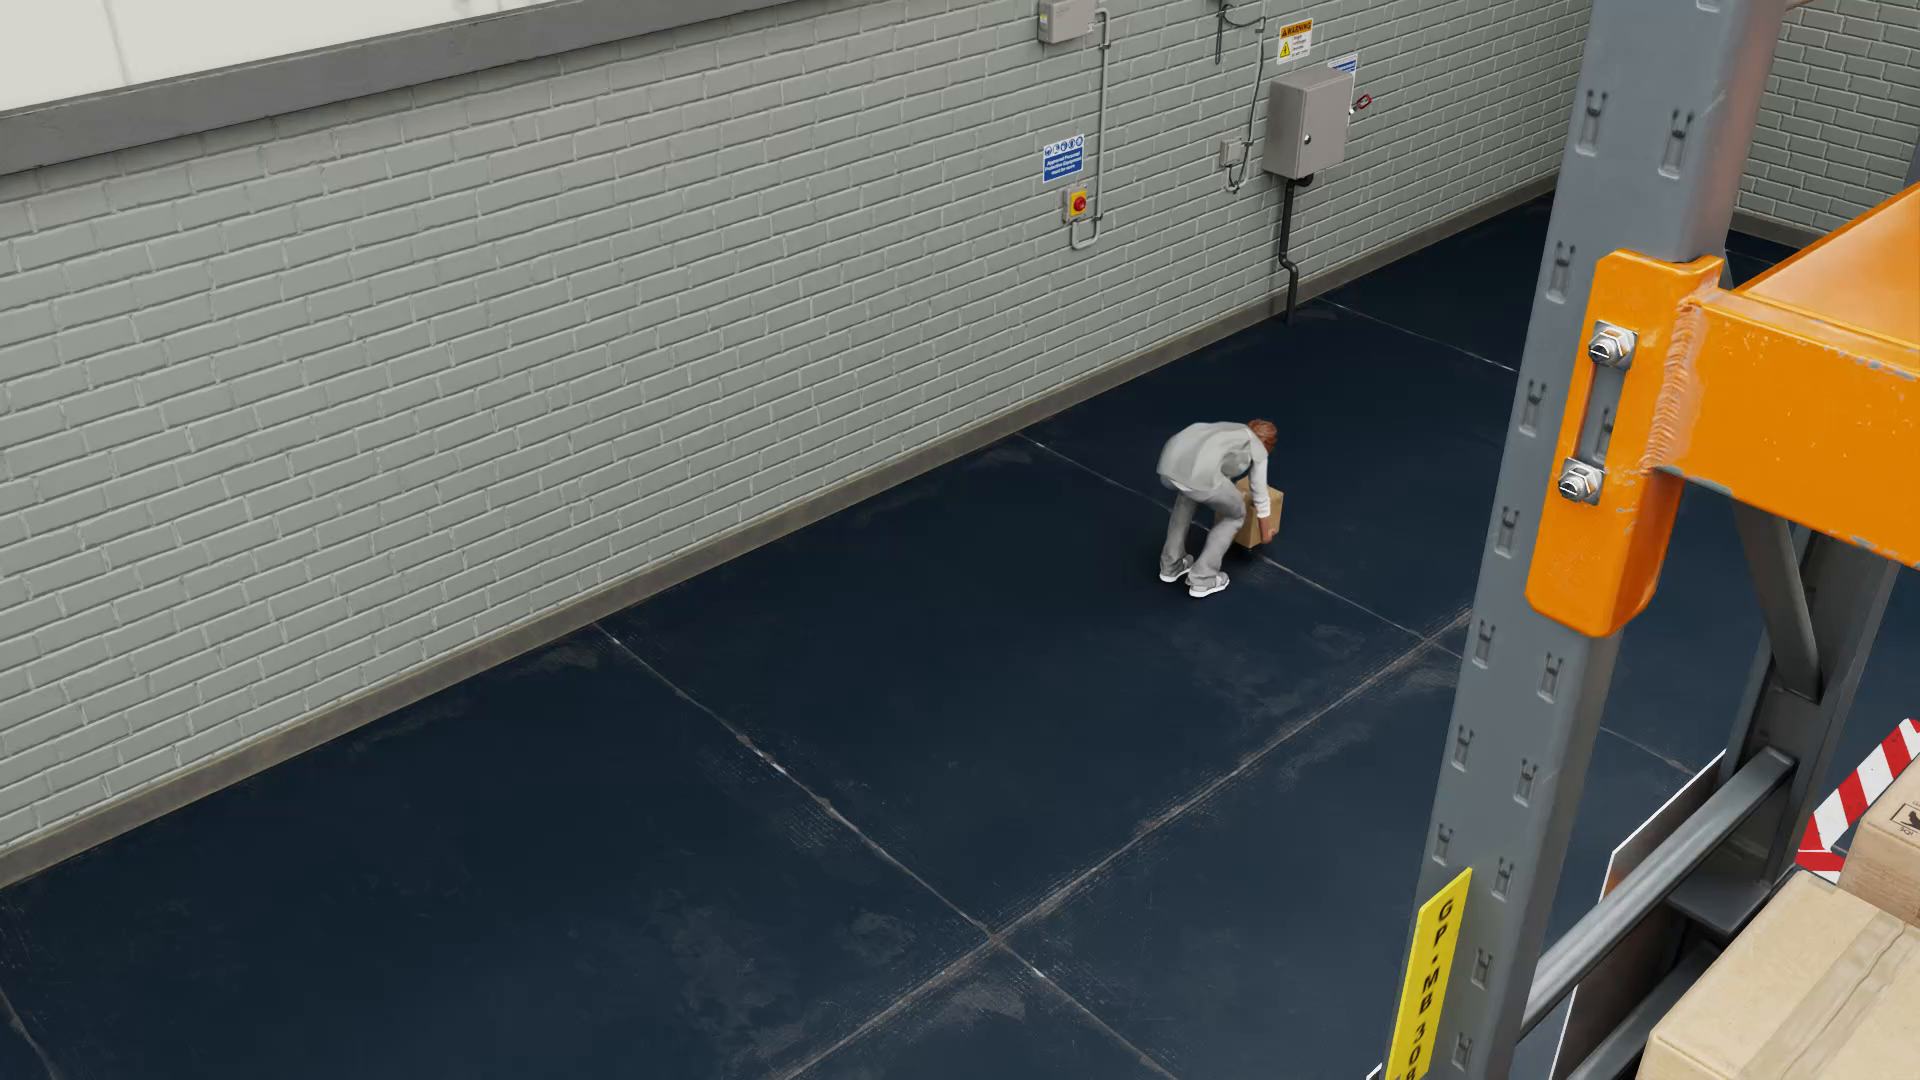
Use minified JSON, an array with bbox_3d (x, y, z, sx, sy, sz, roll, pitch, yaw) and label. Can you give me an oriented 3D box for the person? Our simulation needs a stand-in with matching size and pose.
[{"bbox_3d":[1.346,-0.231,8.645,0.415,0.924,0.861,28,41,36],"label":"person"}]
